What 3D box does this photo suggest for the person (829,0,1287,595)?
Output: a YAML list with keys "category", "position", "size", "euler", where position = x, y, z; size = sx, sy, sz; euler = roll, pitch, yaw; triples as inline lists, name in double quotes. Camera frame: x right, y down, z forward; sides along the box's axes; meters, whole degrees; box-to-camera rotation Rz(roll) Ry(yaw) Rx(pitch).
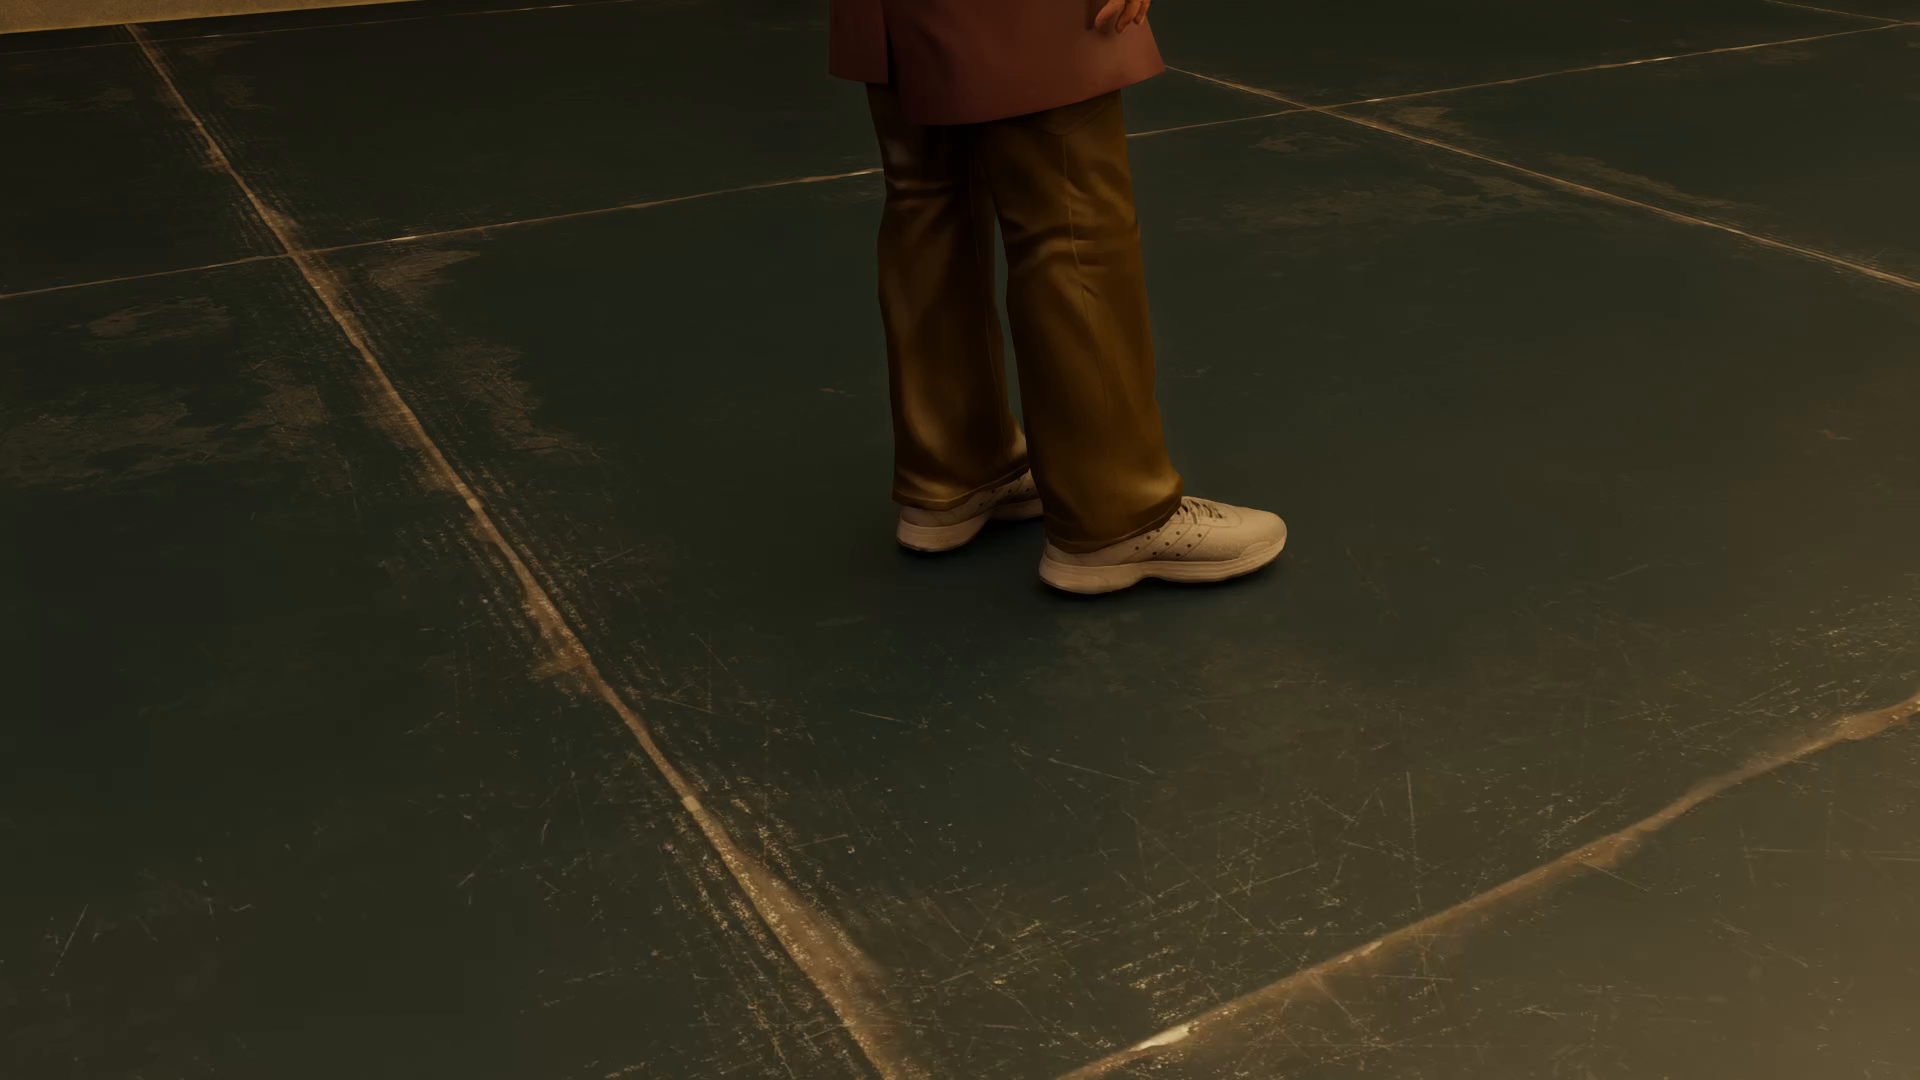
- category: "person"
  position: [0.081, -0.818, 2.131]
  size: [0.582, 1.776, 0.696]
  euler: [-15, 30, -26]
